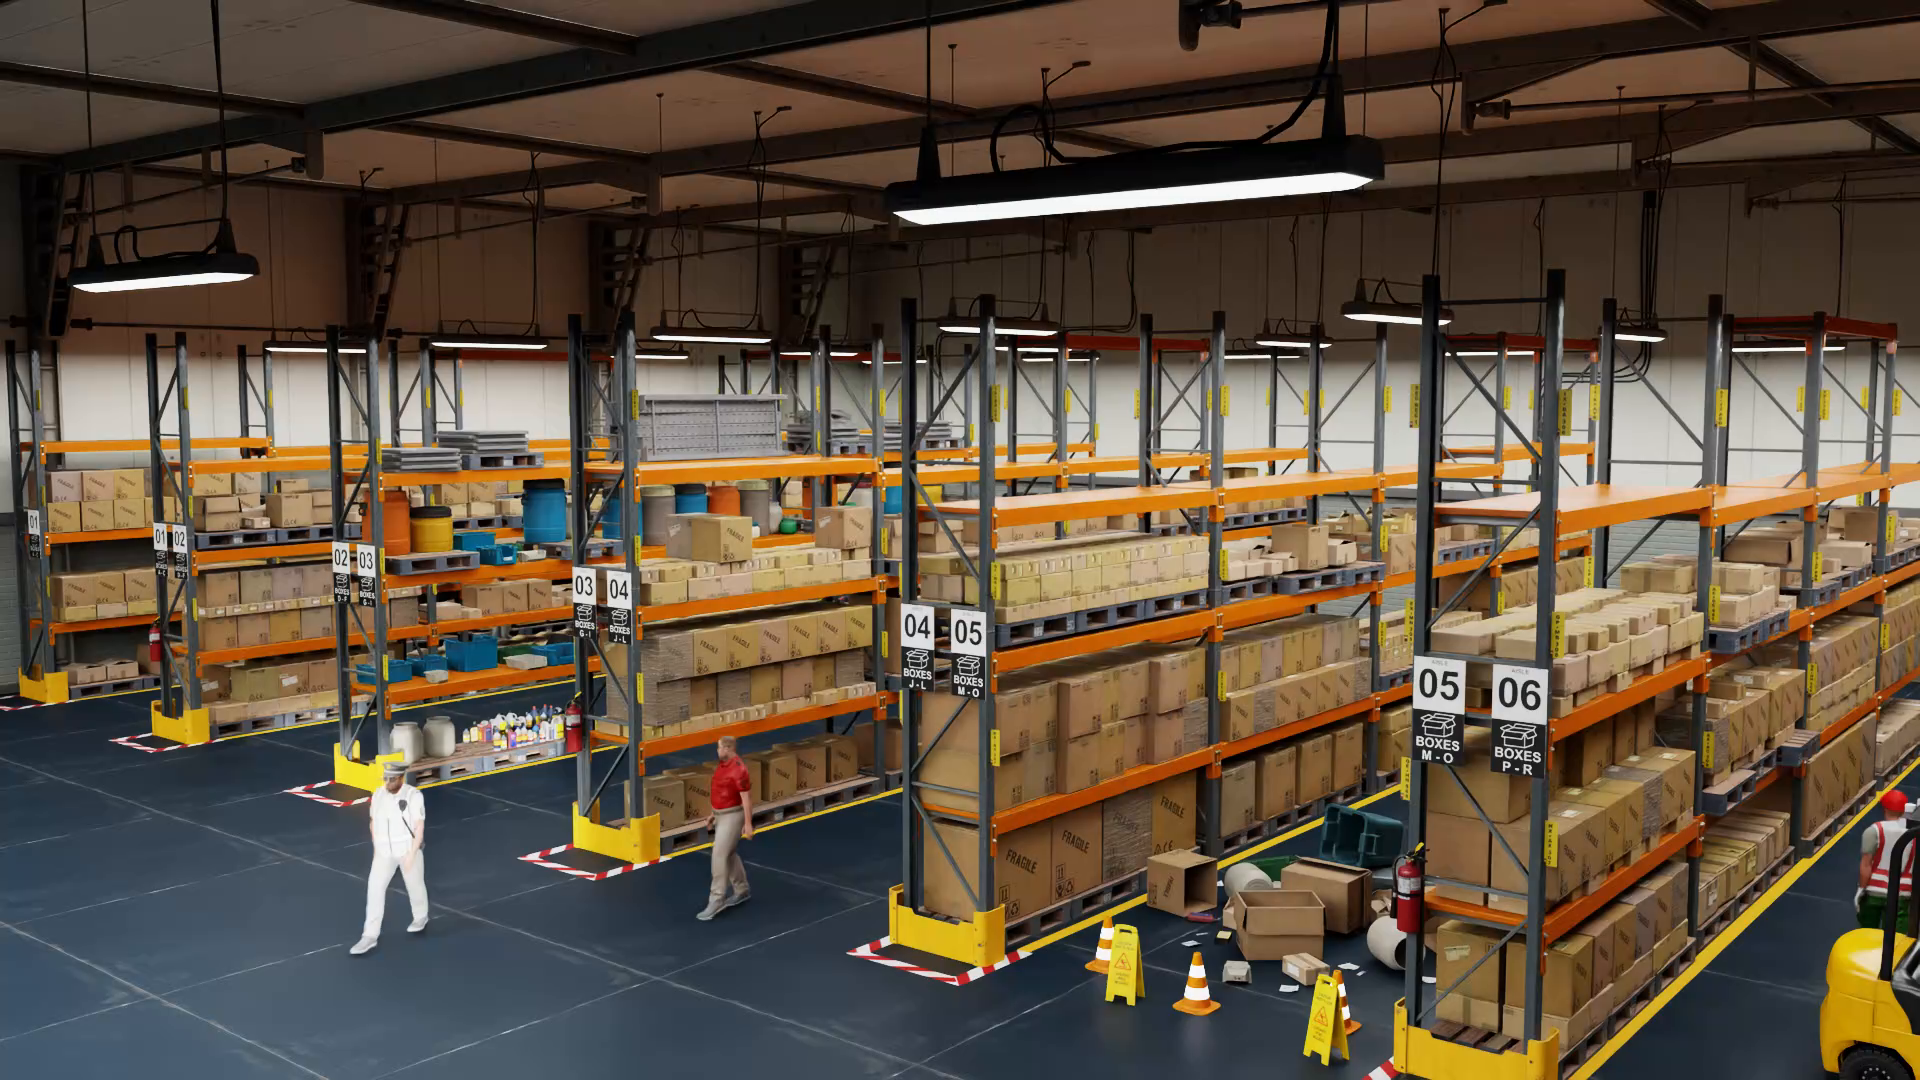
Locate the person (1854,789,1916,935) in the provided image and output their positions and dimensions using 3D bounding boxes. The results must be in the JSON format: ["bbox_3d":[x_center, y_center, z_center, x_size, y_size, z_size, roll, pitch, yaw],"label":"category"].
[{"bbox_3d":[7.864,3.031,14.064,0.512,1.825,0.548,3,6,33],"label":"person"}]

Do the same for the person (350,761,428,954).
[{"bbox_3d":[-5.274,2.896,15.500,0.569,1.701,0.991,0,5,0],"label":"person"}]

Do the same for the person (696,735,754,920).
[{"bbox_3d":[-2.388,2.820,16.575,0.661,1.732,0.650,-2,6,-25],"label":"person"}]

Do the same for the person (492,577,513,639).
[{"bbox_3d":[-8.716,1.480,31.938,0.534,1.657,0.604,4,6,37],"label":"person"}]
